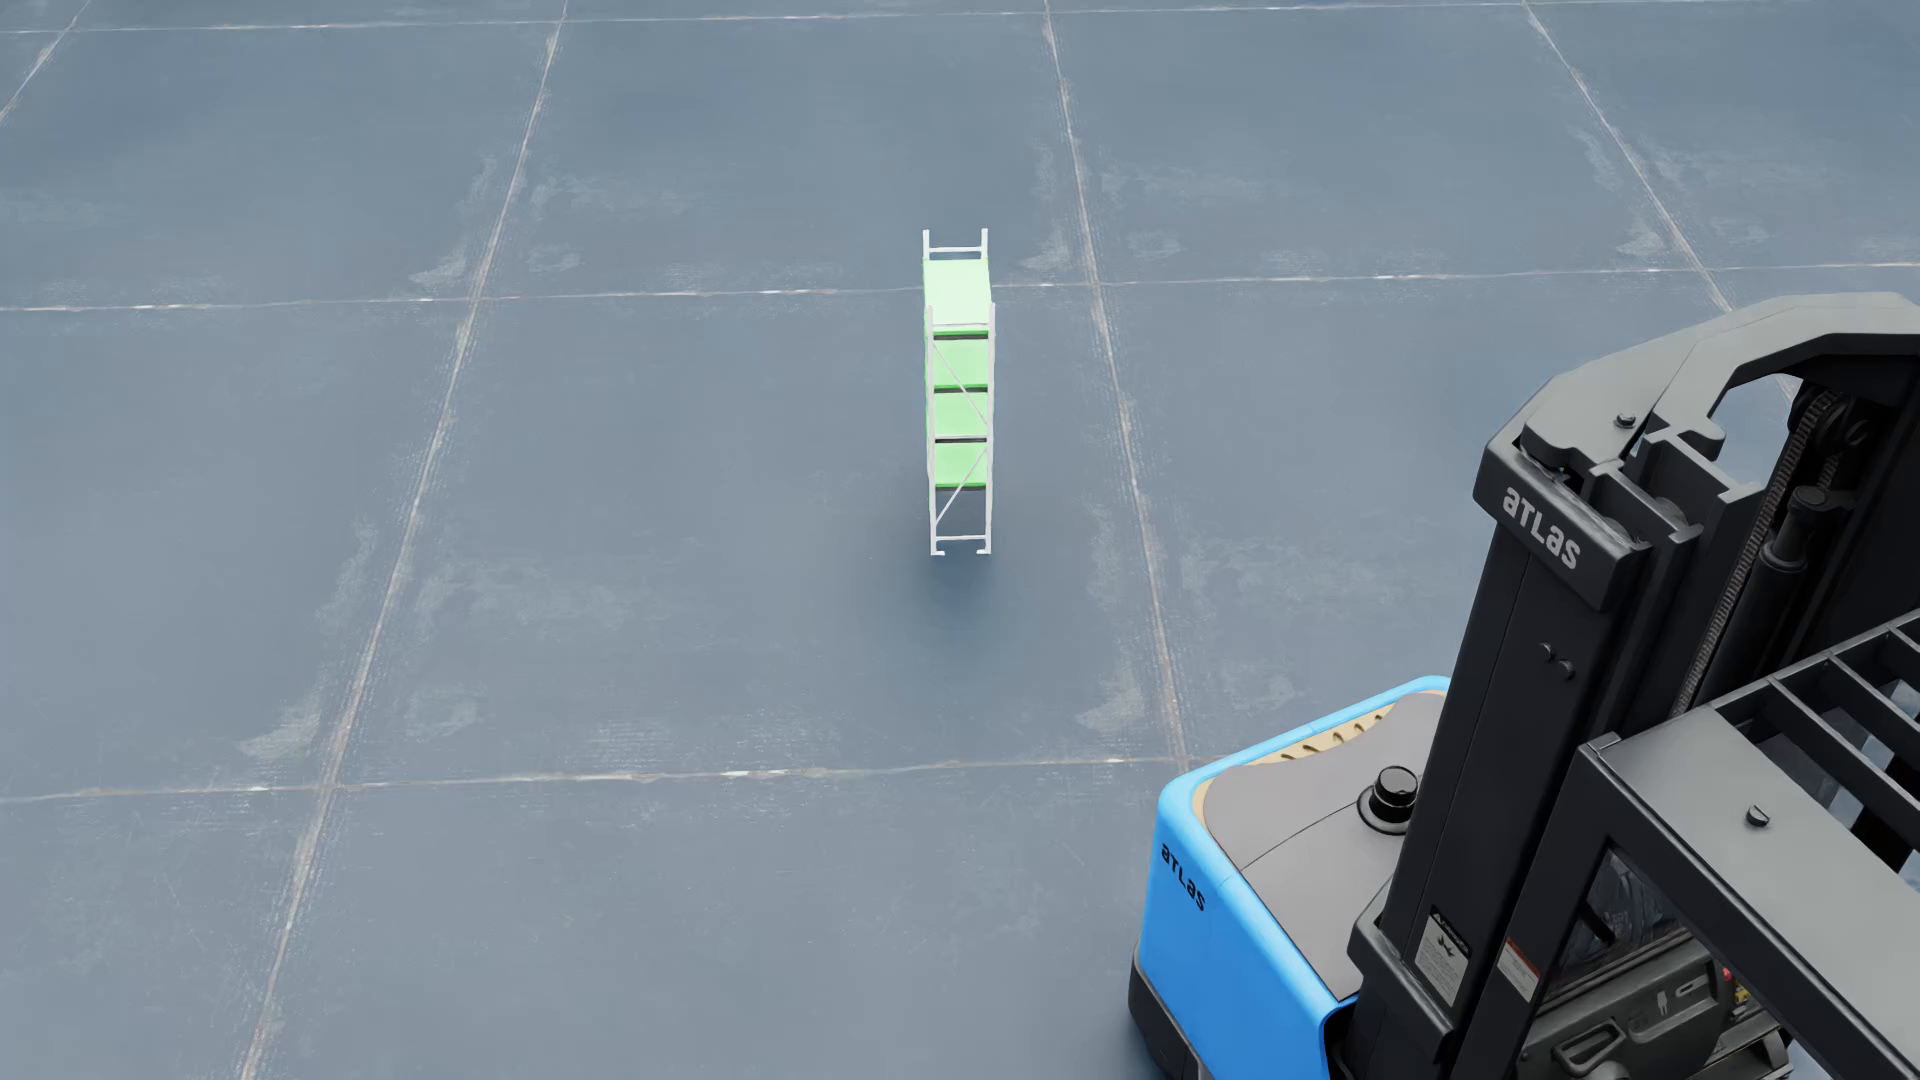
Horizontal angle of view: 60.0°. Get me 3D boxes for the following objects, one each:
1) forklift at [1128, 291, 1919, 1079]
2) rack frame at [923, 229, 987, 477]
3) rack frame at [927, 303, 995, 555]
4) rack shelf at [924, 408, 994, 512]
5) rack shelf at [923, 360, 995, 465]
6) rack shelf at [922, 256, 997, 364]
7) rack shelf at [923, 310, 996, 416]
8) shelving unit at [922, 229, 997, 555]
[{"bbox_3d":[1.624,1.114,3.366,1.130,2.935,3.031,-19,46,-19],"label":"forklift"},{"bbox_3d":[-0.017,-0.719,6.646,0.240,1.200,0.015,-2,43,-2],"label":"rack frame"},{"bbox_3d":[0.003,-0.389,6.287,0.240,1.200,0.015,-2,43,-2],"label":"rack frame"},{"bbox_3d":[-0.007,-0.330,6.672,0.258,0.148,0.480,-2,43,-2],"label":"rack shelf"},{"bbox_3d":[-0.007,-0.507,6.510,0.258,0.148,0.480,-2,43,-2],"label":"rack shelf"},{"bbox_3d":[-0.007,-0.861,6.185,0.258,0.148,0.480,-2,43,-2],"label":"rack shelf"},{"bbox_3d":[-0.007,-0.684,6.348,0.258,0.148,0.480,-2,43,-2],"label":"rack shelf"},{"bbox_3d":[-0.007,-0.554,6.466,0.258,1.200,0.503,-2,43,-2],"label":"shelving unit"}]
